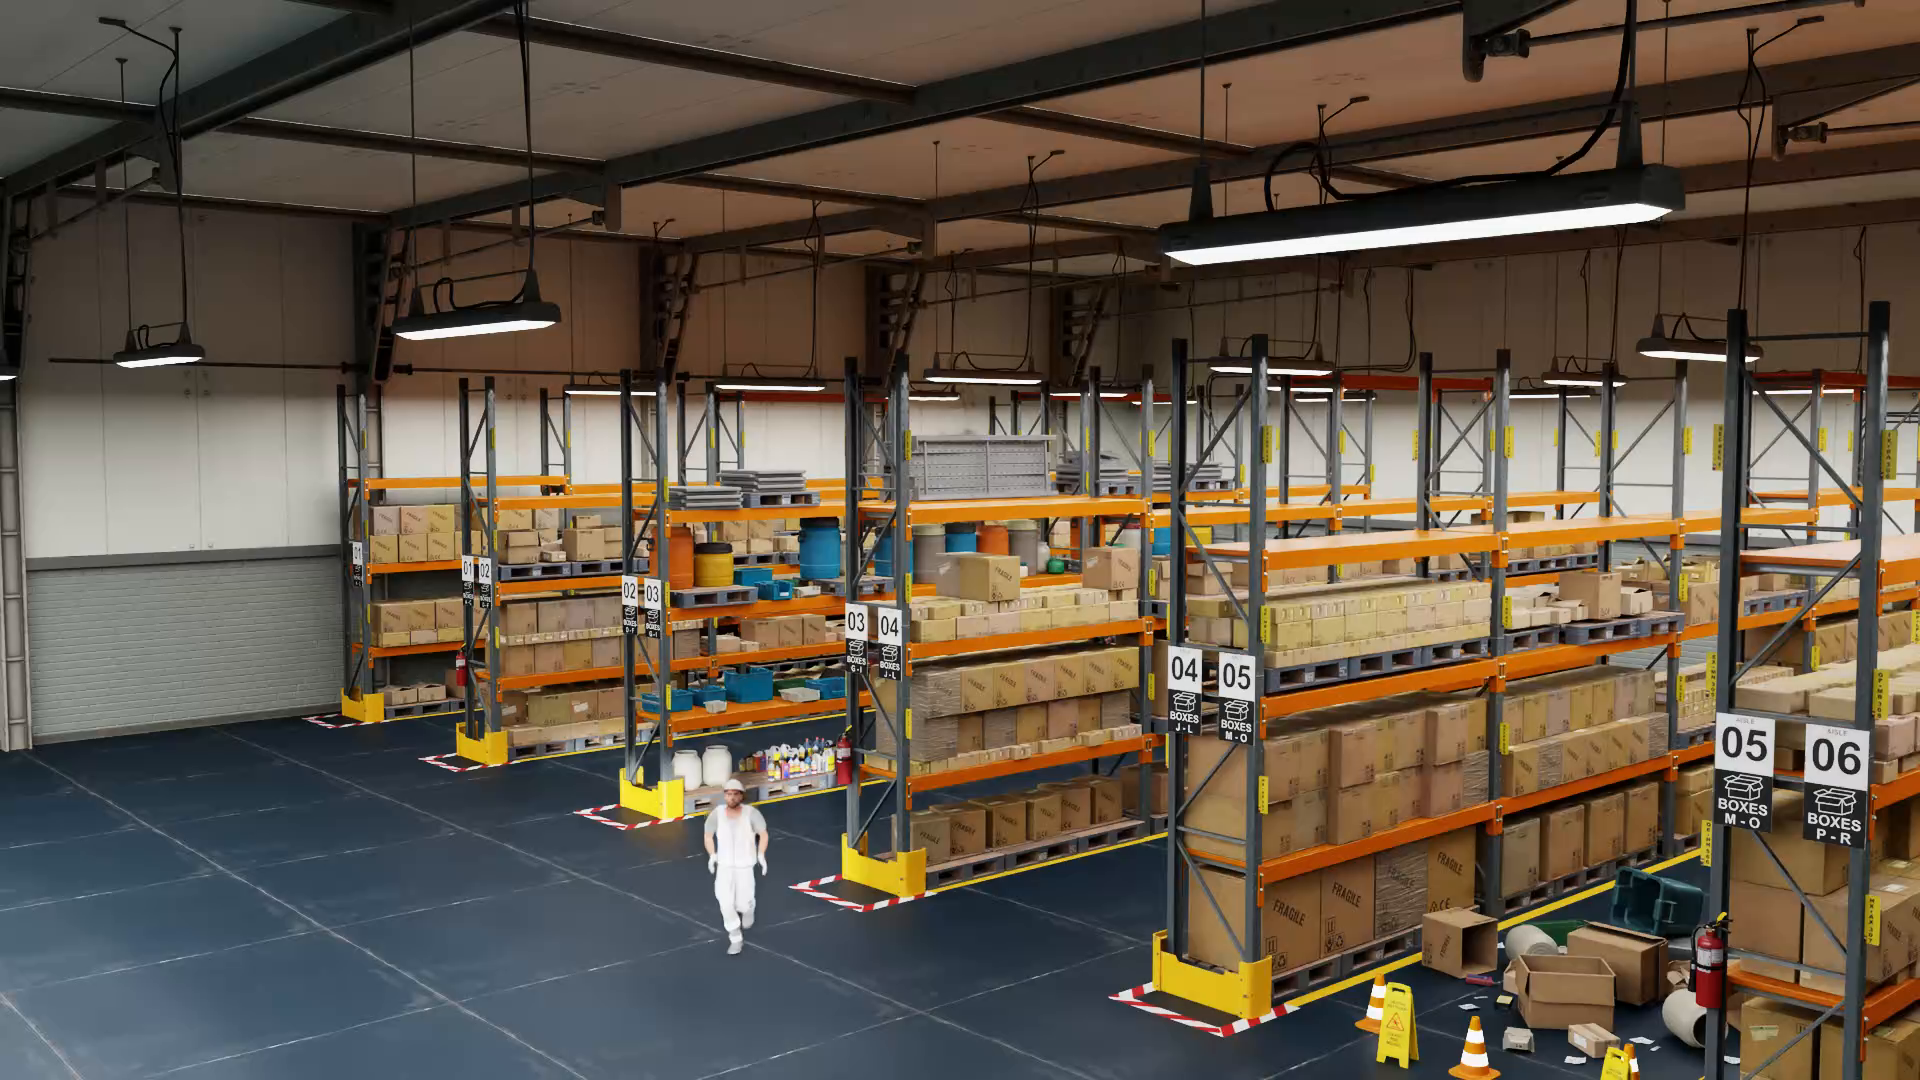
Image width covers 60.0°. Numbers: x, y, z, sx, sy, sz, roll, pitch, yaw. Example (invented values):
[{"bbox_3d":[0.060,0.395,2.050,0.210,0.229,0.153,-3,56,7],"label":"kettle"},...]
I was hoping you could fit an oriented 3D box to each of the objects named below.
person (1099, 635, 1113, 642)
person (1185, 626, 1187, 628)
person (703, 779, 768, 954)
[{"bbox_3d":[2.954,1.872,32.557,0.711,1.781,0.900,3,5,40],"label":"person"},{"bbox_3d":[4.916,2.022,34.849,0.633,1.673,0.661,4,5,43],"label":"person"},{"bbox_3d":[-2.230,3.219,16.554,0.646,1.731,0.604,0,4,-1],"label":"person"}]
